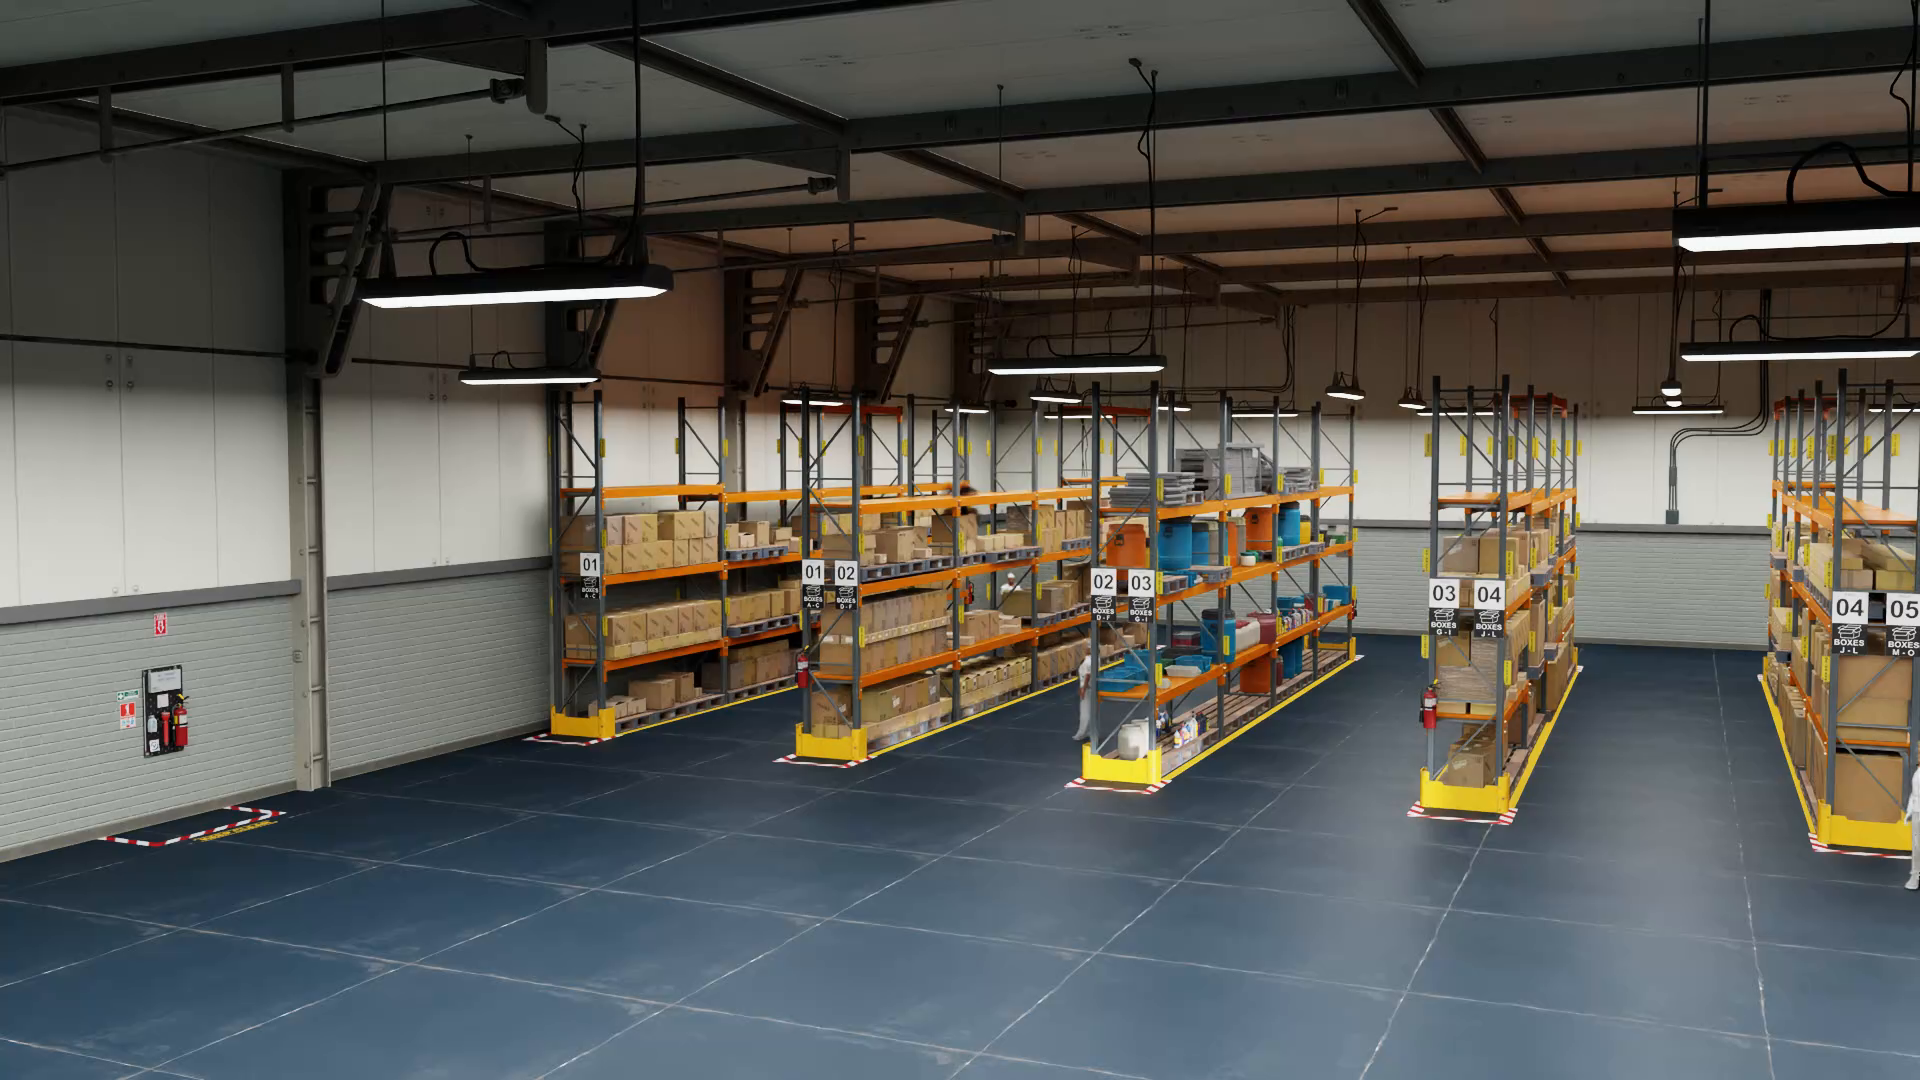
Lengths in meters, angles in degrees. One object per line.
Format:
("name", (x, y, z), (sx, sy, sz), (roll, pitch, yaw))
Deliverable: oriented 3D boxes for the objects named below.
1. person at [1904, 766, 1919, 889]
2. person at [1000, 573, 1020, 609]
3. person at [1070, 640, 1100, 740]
("person", (10.923, 3.112, 18.752), (0.368, 1.695, 0.520), (-2, 4, -26))
("person", (1.348, 1.736, 43.490), (0.678, 1.747, 0.412), (-3, 4, -44))
("person", (2.150, 2.579, 28.676), (0.522, 1.707, 0.470), (0, 3, 2))
